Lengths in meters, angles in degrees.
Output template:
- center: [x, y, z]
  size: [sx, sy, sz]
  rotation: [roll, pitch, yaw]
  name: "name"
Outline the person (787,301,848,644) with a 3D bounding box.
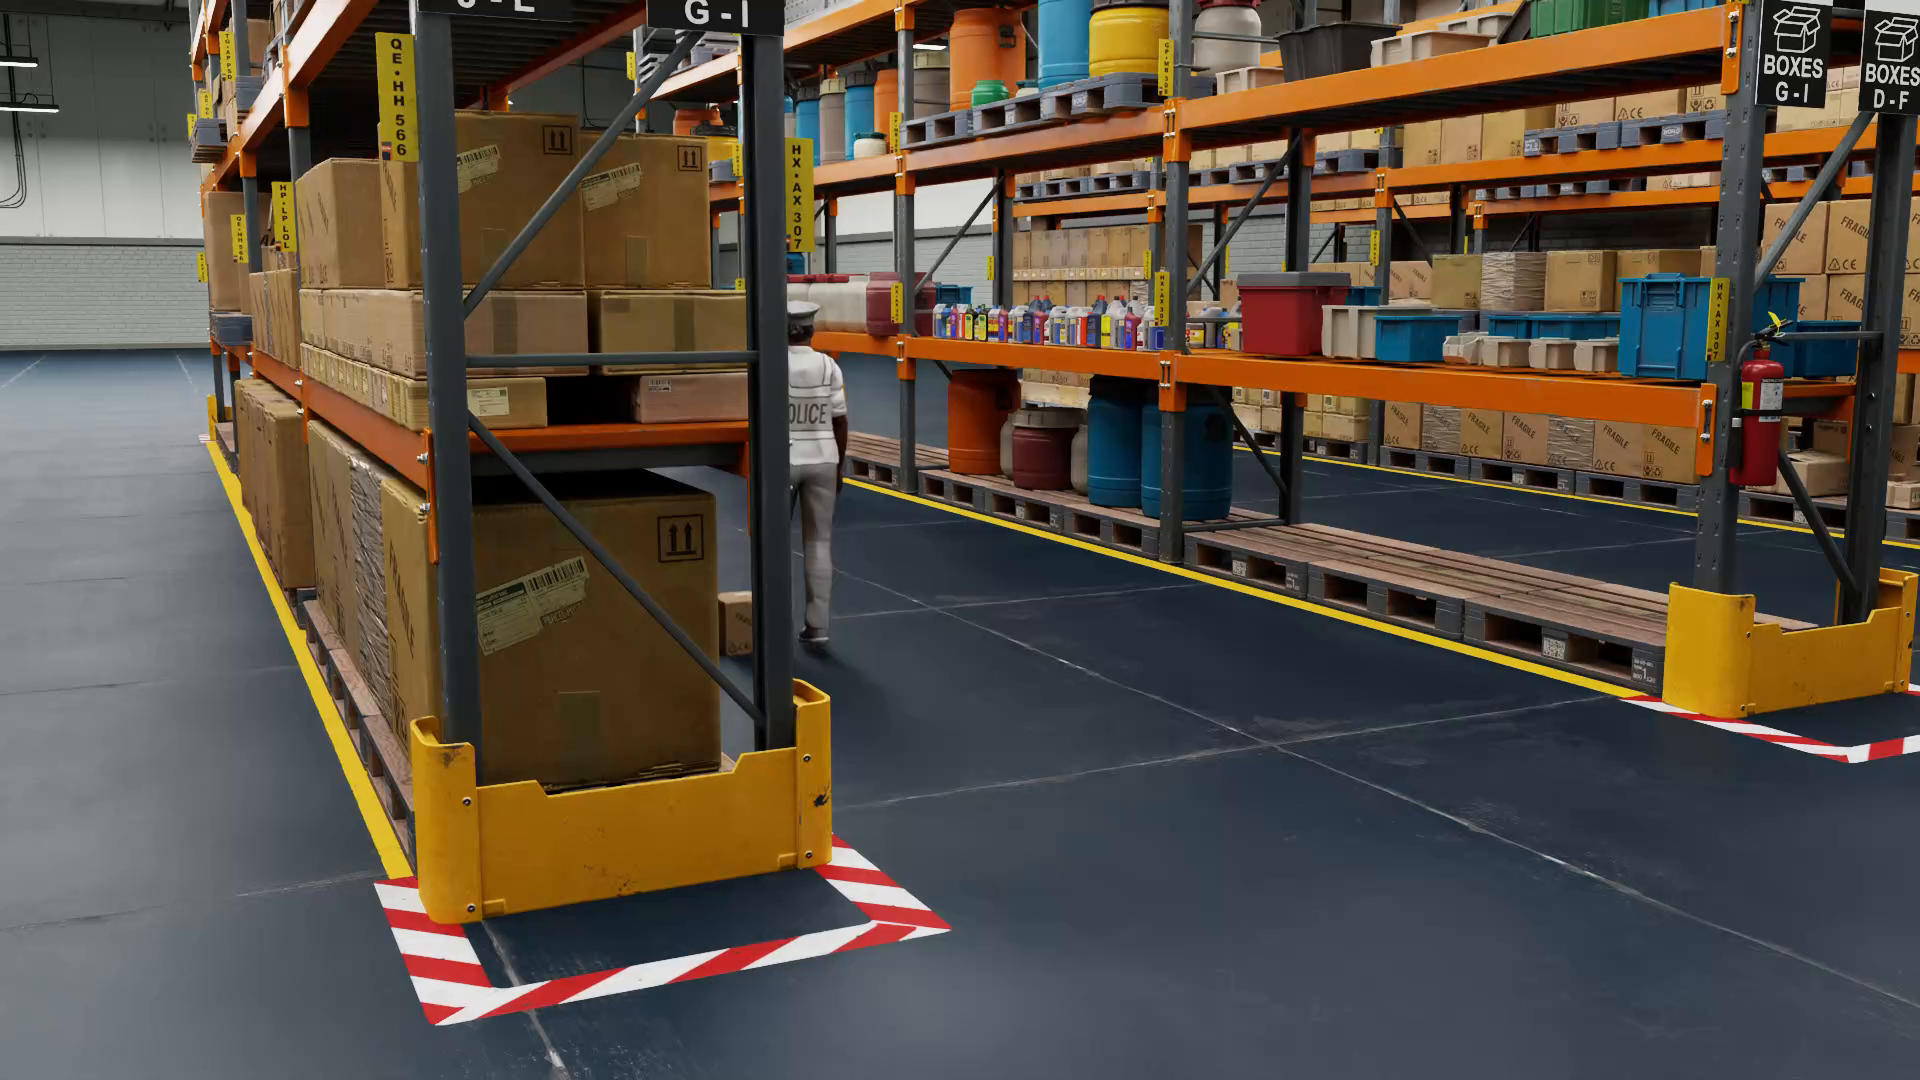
- center: [-0.795, -0.352, 8.092]
  size: [0.499, 1.609, 0.970]
  rotation: [-2, 9, -11]
  name: "person"
